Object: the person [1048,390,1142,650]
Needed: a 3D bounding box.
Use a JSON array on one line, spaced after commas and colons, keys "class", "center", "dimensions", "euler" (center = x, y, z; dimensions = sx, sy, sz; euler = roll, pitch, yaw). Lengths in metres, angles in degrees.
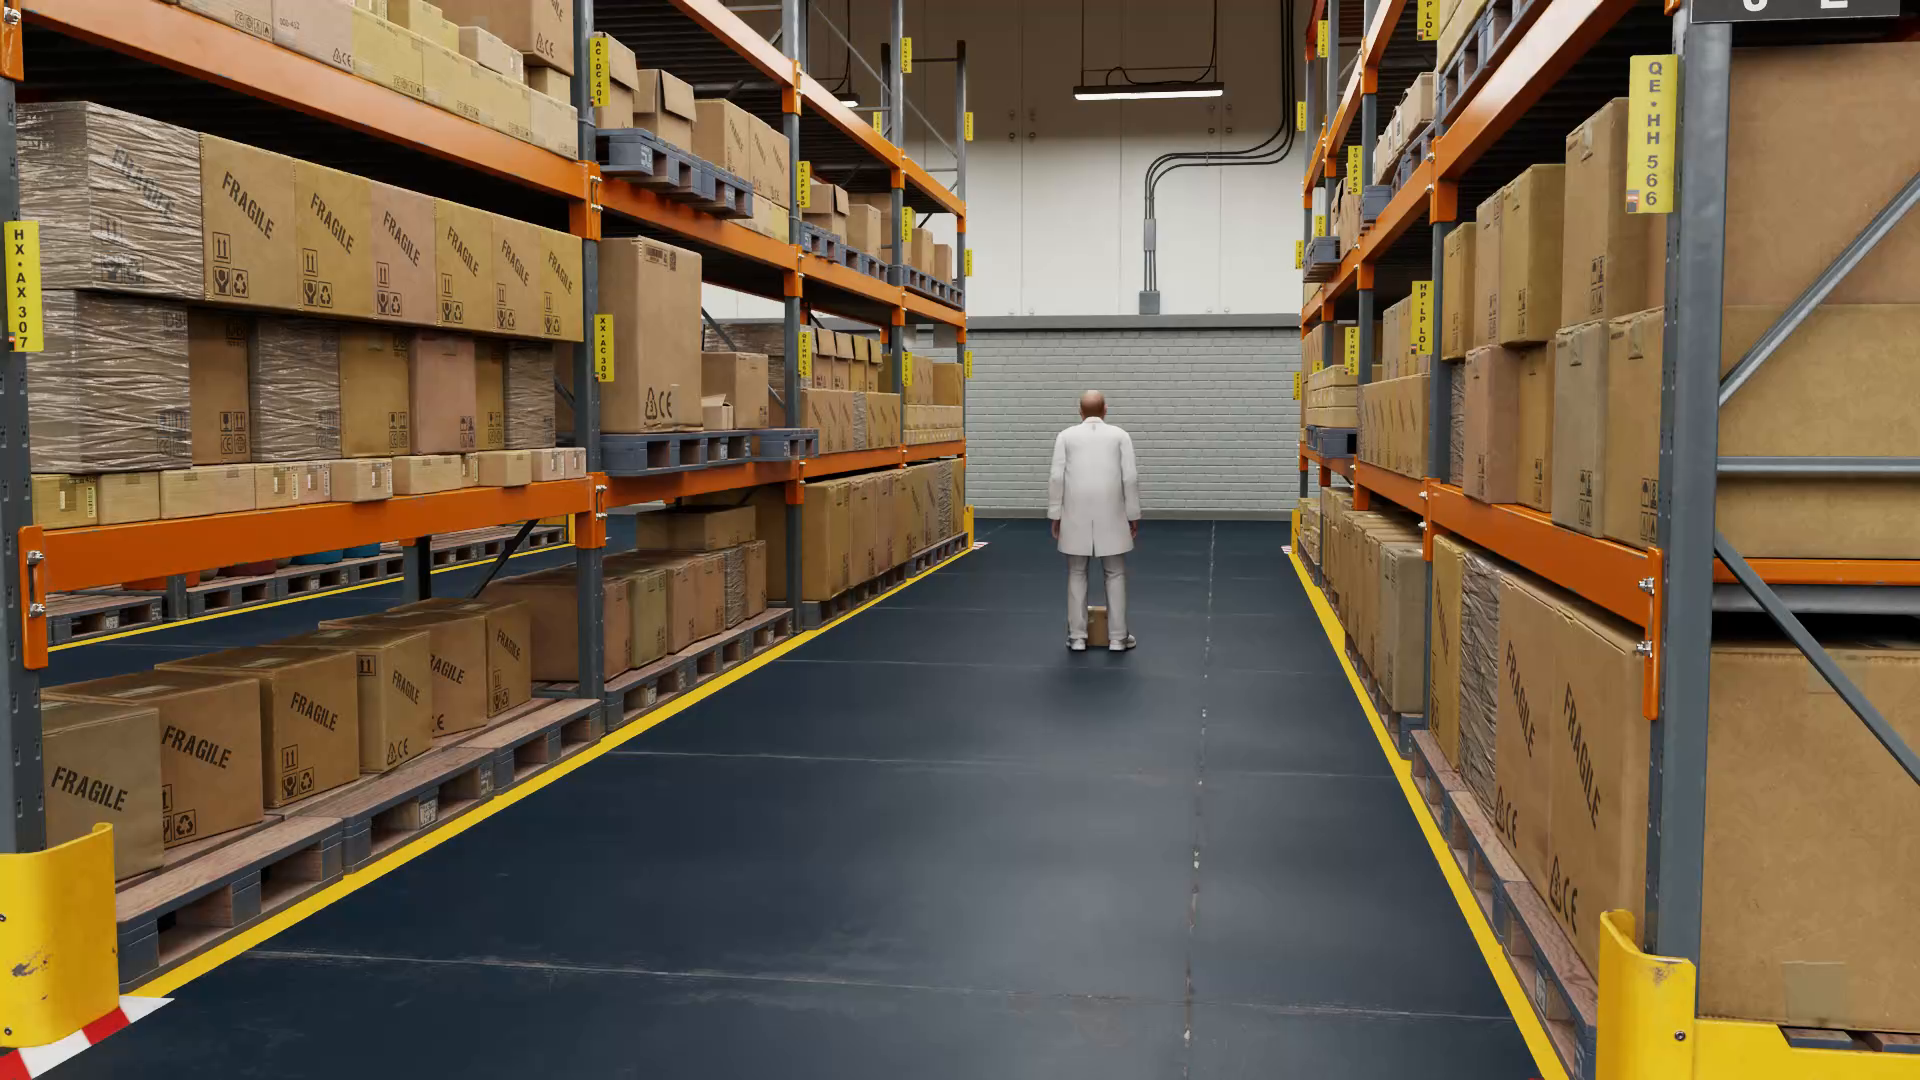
[{"class": "person", "center": [0.922, -0.138, 11.393], "dimensions": [0.643, 1.774, 0.420], "euler": [1, 4, 8]}]
